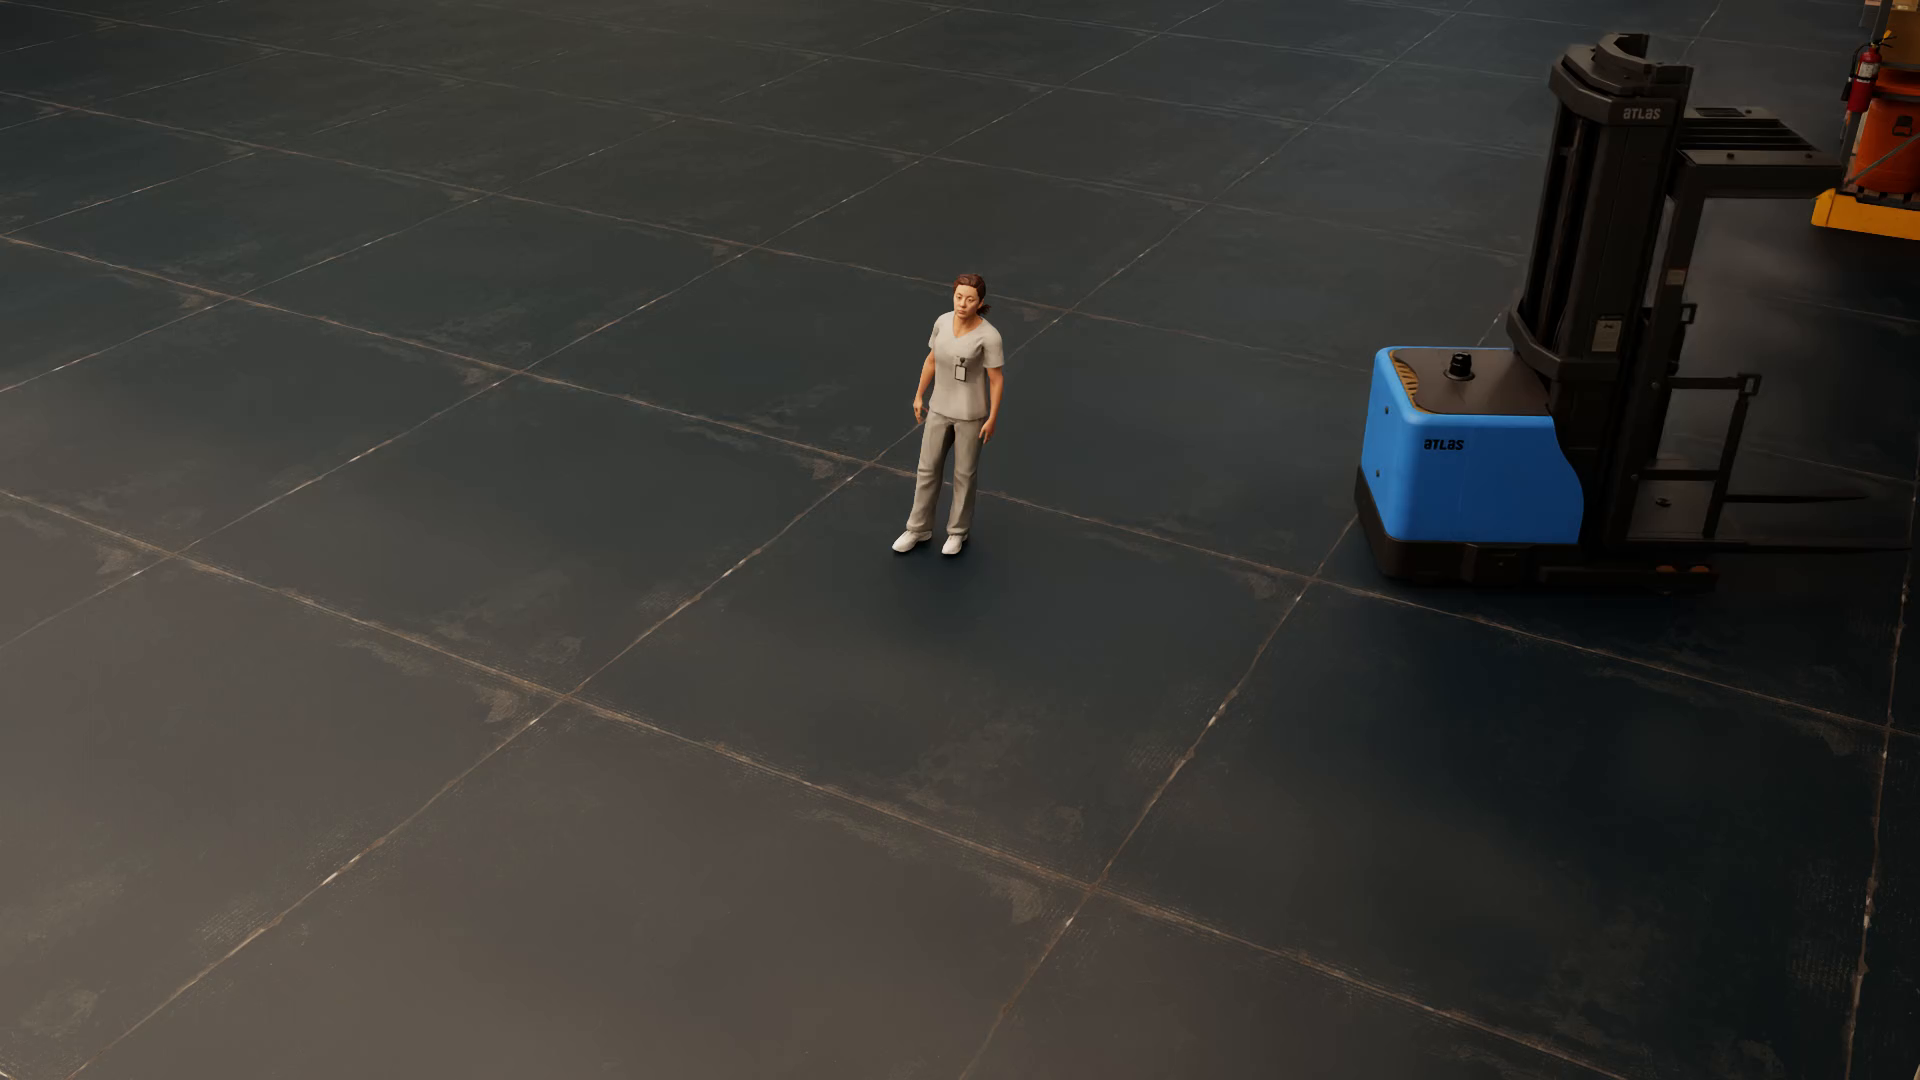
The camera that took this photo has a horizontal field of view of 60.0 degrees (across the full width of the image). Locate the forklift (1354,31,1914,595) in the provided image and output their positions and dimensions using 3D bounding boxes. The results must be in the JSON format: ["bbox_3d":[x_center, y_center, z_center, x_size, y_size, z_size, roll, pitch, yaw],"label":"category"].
[{"bbox_3d":[3.940,-1.226,9.196,3.031,2.935,1.130,1,30,2],"label":"forklift"}]

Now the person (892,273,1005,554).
[{"bbox_3d":[-0.047,-0.703,9.530,0.550,1.675,0.549,15,33,25],"label":"person"}]
